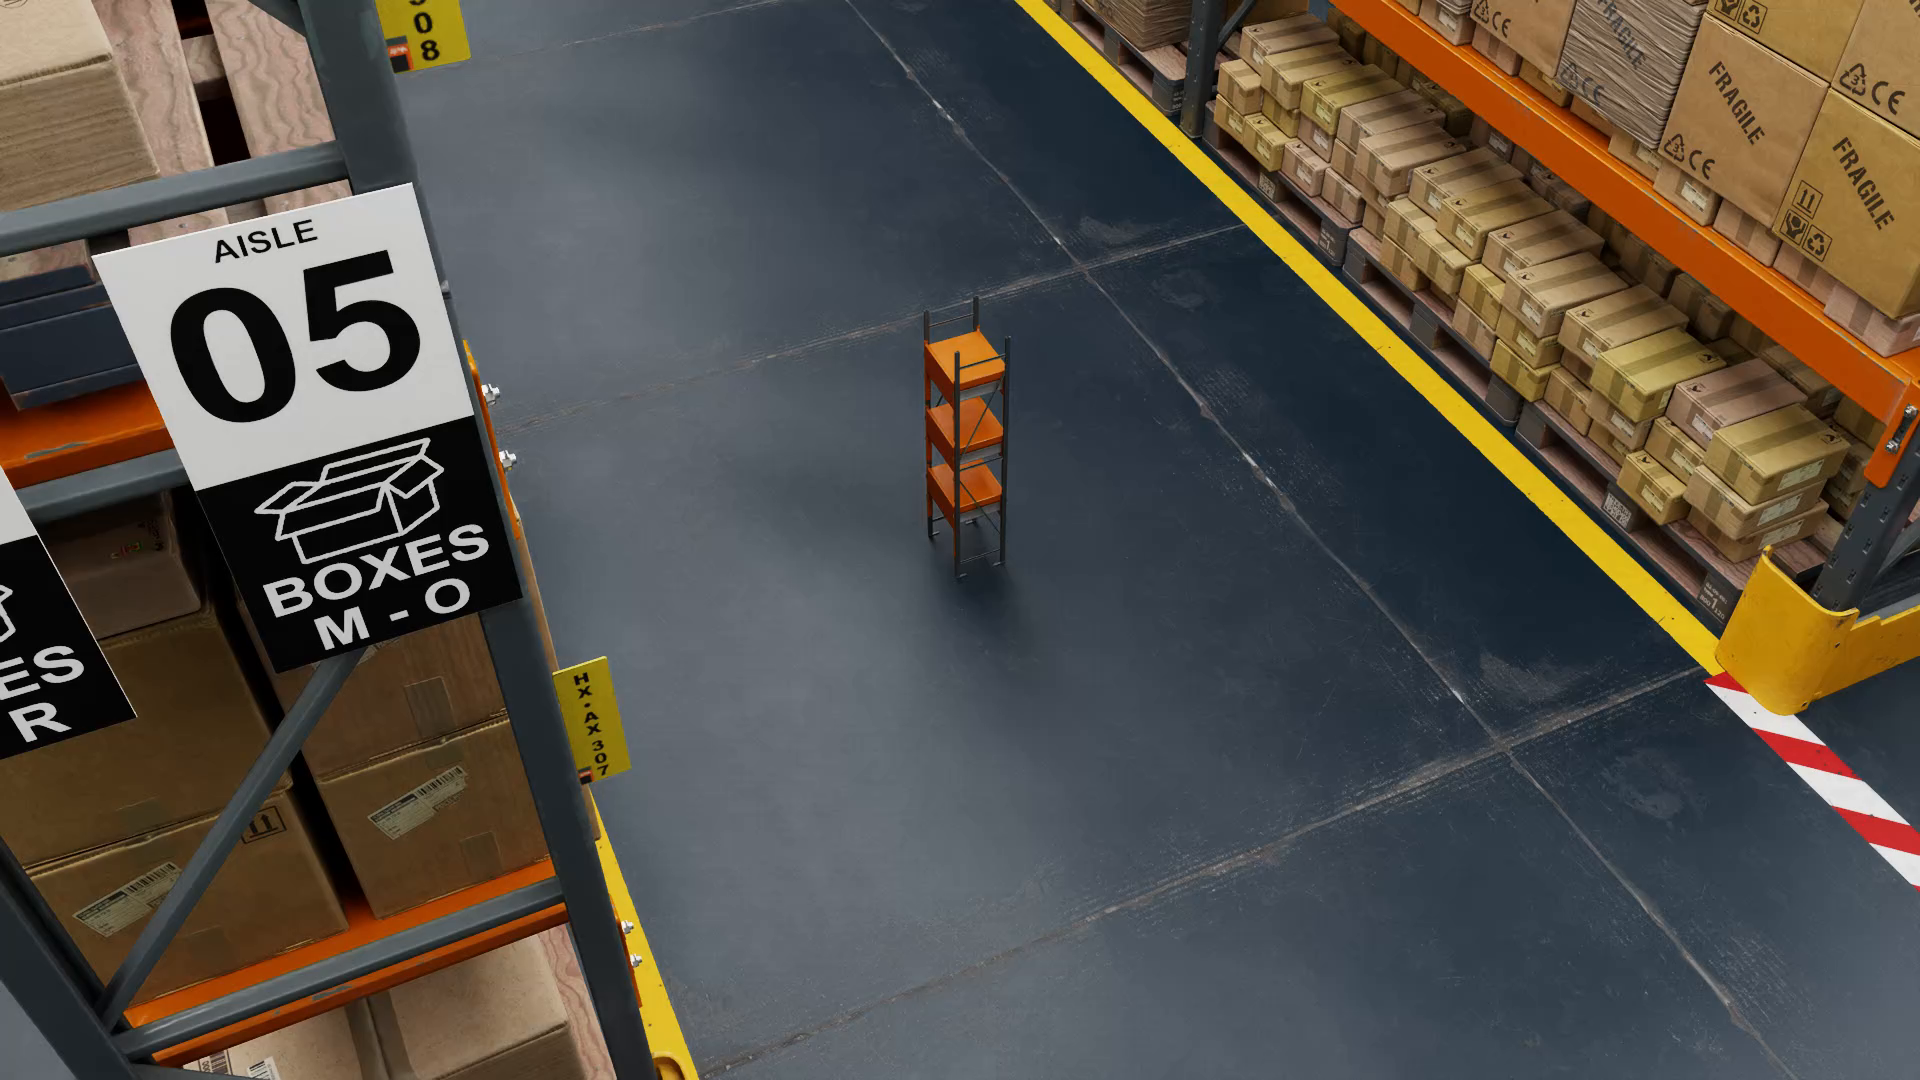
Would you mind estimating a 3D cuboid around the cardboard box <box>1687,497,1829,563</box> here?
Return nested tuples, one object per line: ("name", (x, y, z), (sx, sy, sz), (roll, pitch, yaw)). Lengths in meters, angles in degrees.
("cardboard box", (2.849, -0.098, 5.944), (0.380, 0.149, 0.250), (-17, 47, -17))

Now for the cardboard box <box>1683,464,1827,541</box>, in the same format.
("cardboard box", (2.779, -0.182, 5.818), (0.380, 0.149, 0.250), (-19, 48, -18))

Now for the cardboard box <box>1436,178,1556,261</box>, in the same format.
("cardboard box", (2.169, -1.301, 6.740), (0.380, 0.149, 0.250), (-18, 47, -17))

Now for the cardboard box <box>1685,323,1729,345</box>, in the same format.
("cardboard box", (3.016, -0.856, 6.501), (0.380, 0.149, 0.250), (-17, 47, -16))

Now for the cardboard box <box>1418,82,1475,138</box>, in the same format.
("cardboard box", (2.256, -1.939, 7.387), (0.380, 0.149, 0.250), (-17, 47, -16))

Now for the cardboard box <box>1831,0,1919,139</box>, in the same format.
("cardboard box", (2.842, -1.405, 4.543), (0.500, 0.500, 0.500), (-19, 48, -18))

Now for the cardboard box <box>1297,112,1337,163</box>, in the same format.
("cardboard box", (1.763, -1.874, 7.533), (0.380, 0.149, 0.250), (-18, 47, -18))

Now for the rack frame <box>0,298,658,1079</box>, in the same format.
("rack frame", (-1.189, 0.837, 3.266), (1.000, 3.000, 0.127), (-18, 47, -17))

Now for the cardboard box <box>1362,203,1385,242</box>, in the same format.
("cardboard box", (2.000, -1.425, 7.290), (0.380, 0.149, 0.250), (-20, 48, -19))

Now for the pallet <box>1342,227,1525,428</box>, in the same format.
("pallet", (2.409, -1.050, 7.163), (1.003, 0.211, 1.213), (-18, 47, -17))

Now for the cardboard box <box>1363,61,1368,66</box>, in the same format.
("cardboard box", (2.124, -2.203, 7.866), (0.380, 0.149, 0.250), (-20, 48, -19))

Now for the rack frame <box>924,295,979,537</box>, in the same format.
("rack frame", (-0.029, -0.417, 5.925), (0.200, 1.050, 0.008), (-18, 47, -17))

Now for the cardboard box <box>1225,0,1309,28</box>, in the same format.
("cardboard box", (1.508, -3.047, 8.683), (0.500, 0.500, 0.500), (-16, 47, -16))

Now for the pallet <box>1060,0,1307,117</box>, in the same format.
("pallet", (1.249, -2.741, 8.878), (1.003, 0.211, 1.213), (-18, 47, -17))

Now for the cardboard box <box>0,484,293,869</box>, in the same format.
("cardboard box", (-1.608, 0.209, 3.120), (0.500, 0.500, 0.500), (-17, 47, -16))

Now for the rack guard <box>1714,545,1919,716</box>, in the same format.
("rack guard", (3.228, 0.152, 5.740), (1.175, 0.500, 0.348), (-18, 47, -17))

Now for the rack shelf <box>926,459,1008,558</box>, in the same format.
("rack shelf", (0.022, -0.134, 6.049), (0.215, 0.259, 0.240), (-18, 47, -17))

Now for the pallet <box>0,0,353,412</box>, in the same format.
("pallet", (-1.511, -0.669, 2.720), (1.003, 0.211, 1.213), (-18, 47, -17))

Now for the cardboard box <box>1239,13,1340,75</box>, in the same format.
("cardboard box", (1.535, -2.304, 7.757), (0.380, 0.149, 0.250), (-16, 47, -16))

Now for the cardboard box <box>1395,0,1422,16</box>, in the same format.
("cardboard box", (1.891, -2.220, 6.543), (0.380, 0.149, 0.250), (-17, 47, -17))

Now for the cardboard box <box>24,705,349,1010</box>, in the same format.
("cardboard box", (-1.632, 0.572, 3.463), (0.500, 0.500, 0.500), (-18, 47, -17))

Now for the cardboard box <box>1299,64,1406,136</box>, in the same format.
("cardboard box", (1.748, -1.964, 7.412), (0.380, 0.149, 0.250), (-19, 48, -18))

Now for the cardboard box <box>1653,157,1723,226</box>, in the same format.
("cardboard box", (2.548, -1.205, 5.514), (0.380, 0.149, 0.250), (-17, 47, -16))

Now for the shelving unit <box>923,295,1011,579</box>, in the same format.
("shelving unit", (0.022, -0.340, 5.847), (0.215, 1.050, 0.252), (-18, 47, -17))

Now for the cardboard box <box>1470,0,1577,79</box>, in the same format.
("cardboard box", (2.203, -2.012, 5.870), (0.500, 0.500, 0.500), (-16, 47, -15))

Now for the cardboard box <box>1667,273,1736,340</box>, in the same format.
("cardboard box", (2.953, -0.942, 6.376), (0.380, 0.149, 0.250), (-20, 48, -19))

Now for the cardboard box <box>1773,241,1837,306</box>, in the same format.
("cardboard box", (2.796, -0.894, 5.199), (0.380, 0.149, 0.250), (-18, 47, -17))

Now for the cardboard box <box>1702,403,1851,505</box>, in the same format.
("cardboard box", (2.807, -0.298, 5.724), (0.380, 0.149, 0.250), (-18, 47, -17))

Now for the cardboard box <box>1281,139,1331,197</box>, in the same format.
("cardboard box", (1.703, -1.733, 7.602), (0.380, 0.149, 0.250), (-18, 47, -18))

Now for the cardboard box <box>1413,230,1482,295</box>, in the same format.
("cardboard box", (2.097, -1.175, 6.824), (0.380, 0.149, 0.250), (-18, 47, -17))

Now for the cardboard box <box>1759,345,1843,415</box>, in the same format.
("cardboard box", (3.123, -0.610, 6.040), (0.380, 0.149, 0.250), (-17, 47, -17))

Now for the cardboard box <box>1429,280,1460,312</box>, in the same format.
("cardboard box", (2.201, -1.086, 6.946), (0.380, 0.149, 0.250), (-17, 47, -16))

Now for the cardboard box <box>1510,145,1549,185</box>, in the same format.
("cardboard box", (2.579, -1.625, 7.069), (0.380, 0.149, 0.250), (-20, 48, -19))

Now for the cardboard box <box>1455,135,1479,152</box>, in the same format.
("cardboard box", (2.394, -1.692, 7.348), (0.380, 0.149, 0.250), (-17, 47, -16))

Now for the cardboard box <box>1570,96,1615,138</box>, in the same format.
("cardboard box", (2.404, -1.571, 5.885), (0.380, 0.149, 0.250), (-20, 48, -19))

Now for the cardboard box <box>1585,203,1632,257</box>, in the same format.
("cardboard box", (2.776, -1.303, 6.742), (0.380, 0.149, 0.250), (-17, 47, -17))

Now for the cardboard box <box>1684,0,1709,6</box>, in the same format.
("cardboard box", (2.402, -2.056, 5.204), (0.500, 0.500, 0.500), (-16, 47, -15))

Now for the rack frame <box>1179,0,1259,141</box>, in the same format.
("rack frame", (1.578, -3.238, 7.396), (1.000, 3.000, 0.127), (-18, 47, -17))

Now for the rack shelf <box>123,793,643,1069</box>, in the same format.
("rack shelf", (-2.030, -0.181, 4.810), (1.077, 0.370, 4.000), (-18, 47, -17))

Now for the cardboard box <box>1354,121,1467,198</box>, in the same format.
("cardboard box", (1.911, -1.619, 7.062), (0.380, 0.149, 0.250), (-17, 47, -17))

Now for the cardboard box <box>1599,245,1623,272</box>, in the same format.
("cardboard box", (2.666, -1.158, 6.807), (0.380, 0.149, 0.250), (-16, 47, -15))

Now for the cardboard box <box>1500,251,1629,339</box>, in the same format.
("cardboard box", (2.315, -0.941, 6.376), (0.380, 0.149, 0.250), (-16, 47, -16))

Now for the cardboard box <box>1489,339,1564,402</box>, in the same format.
("cardboard box", (2.336, -0.723, 6.578), (0.380, 0.149, 0.250), (-20, 48, -19))

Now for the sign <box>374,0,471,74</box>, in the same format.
("sign", (-0.683, -0.730, 2.040), (0.100, 0.325, 0.005), (-18, 47, -17))

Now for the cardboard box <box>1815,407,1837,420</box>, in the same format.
("cardboard box", (3.208, -0.531, 6.171), (0.380, 0.149, 0.250), (-18, 47, -18))

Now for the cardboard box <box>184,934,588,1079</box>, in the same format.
("cardboard box", (-1.557, 1.208, 4.415), (0.875, 0.438, 0.875), (-20, 48, -19))

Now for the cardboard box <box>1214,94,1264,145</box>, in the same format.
("cardboard box", (1.439, -2.046, 7.919), (0.380, 0.149, 0.250), (-20, 48, -19))

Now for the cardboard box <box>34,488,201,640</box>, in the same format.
("cardboard box", (-1.522, 0.045, 2.824), (0.380, 0.149, 0.250), (-17, 47, -17))

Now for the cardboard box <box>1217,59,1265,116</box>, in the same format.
("cardboard box", (1.440, -2.153, 7.816), (0.380, 0.149, 0.250), (-16, 47, -16))

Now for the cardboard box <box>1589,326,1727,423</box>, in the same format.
("cardboard box", (2.529, -0.603, 6.032), (0.380, 0.149, 0.250), (-19, 48, -18))

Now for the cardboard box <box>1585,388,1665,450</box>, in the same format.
("cardboard box", (2.559, -0.513, 6.153), (0.380, 0.149, 0.250), (-20, 48, -19))

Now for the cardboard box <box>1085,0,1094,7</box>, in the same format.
("cardboard box", (0.823, -3.222, 8.861), (0.500, 0.500, 0.500), (-19, 48, -18))

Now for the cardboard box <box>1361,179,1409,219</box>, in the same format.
("cardboard box", (1.968, -1.519, 7.173), (0.380, 0.149, 0.250), (-16, 47, -16))

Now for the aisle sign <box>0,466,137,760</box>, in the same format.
("aisle sign", (-1.440, 0.049, 2.214), (0.394, 0.787, 0.004), (-18, 47, -17))

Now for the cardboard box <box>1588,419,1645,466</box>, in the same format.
("cardboard box", (2.616, -0.426, 6.276), (0.380, 0.149, 0.250), (-18, 47, -18))

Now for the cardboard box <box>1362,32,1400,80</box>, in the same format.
("cardboard box", (2.107, -2.284, 7.736), (0.380, 0.149, 0.250), (-17, 47, -17))

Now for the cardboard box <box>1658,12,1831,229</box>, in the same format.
("cardboard box", (2.625, -1.371, 5.221), (0.500, 0.500, 0.500), (-19, 48, -18))

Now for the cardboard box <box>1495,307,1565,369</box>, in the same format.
("cardboard box", (2.329, -0.839, 6.483), (0.380, 0.149, 0.250), (-17, 47, -17))

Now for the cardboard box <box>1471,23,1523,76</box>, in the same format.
("cardboard box", (2.153, -1.890, 6.208), (0.380, 0.149, 0.250), (-16, 47, -16))

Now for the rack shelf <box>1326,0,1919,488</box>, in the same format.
("rack shelf", (2.419, -1.708, 6.357), (1.077, 0.370, 4.000), (-18, 47, -17))
